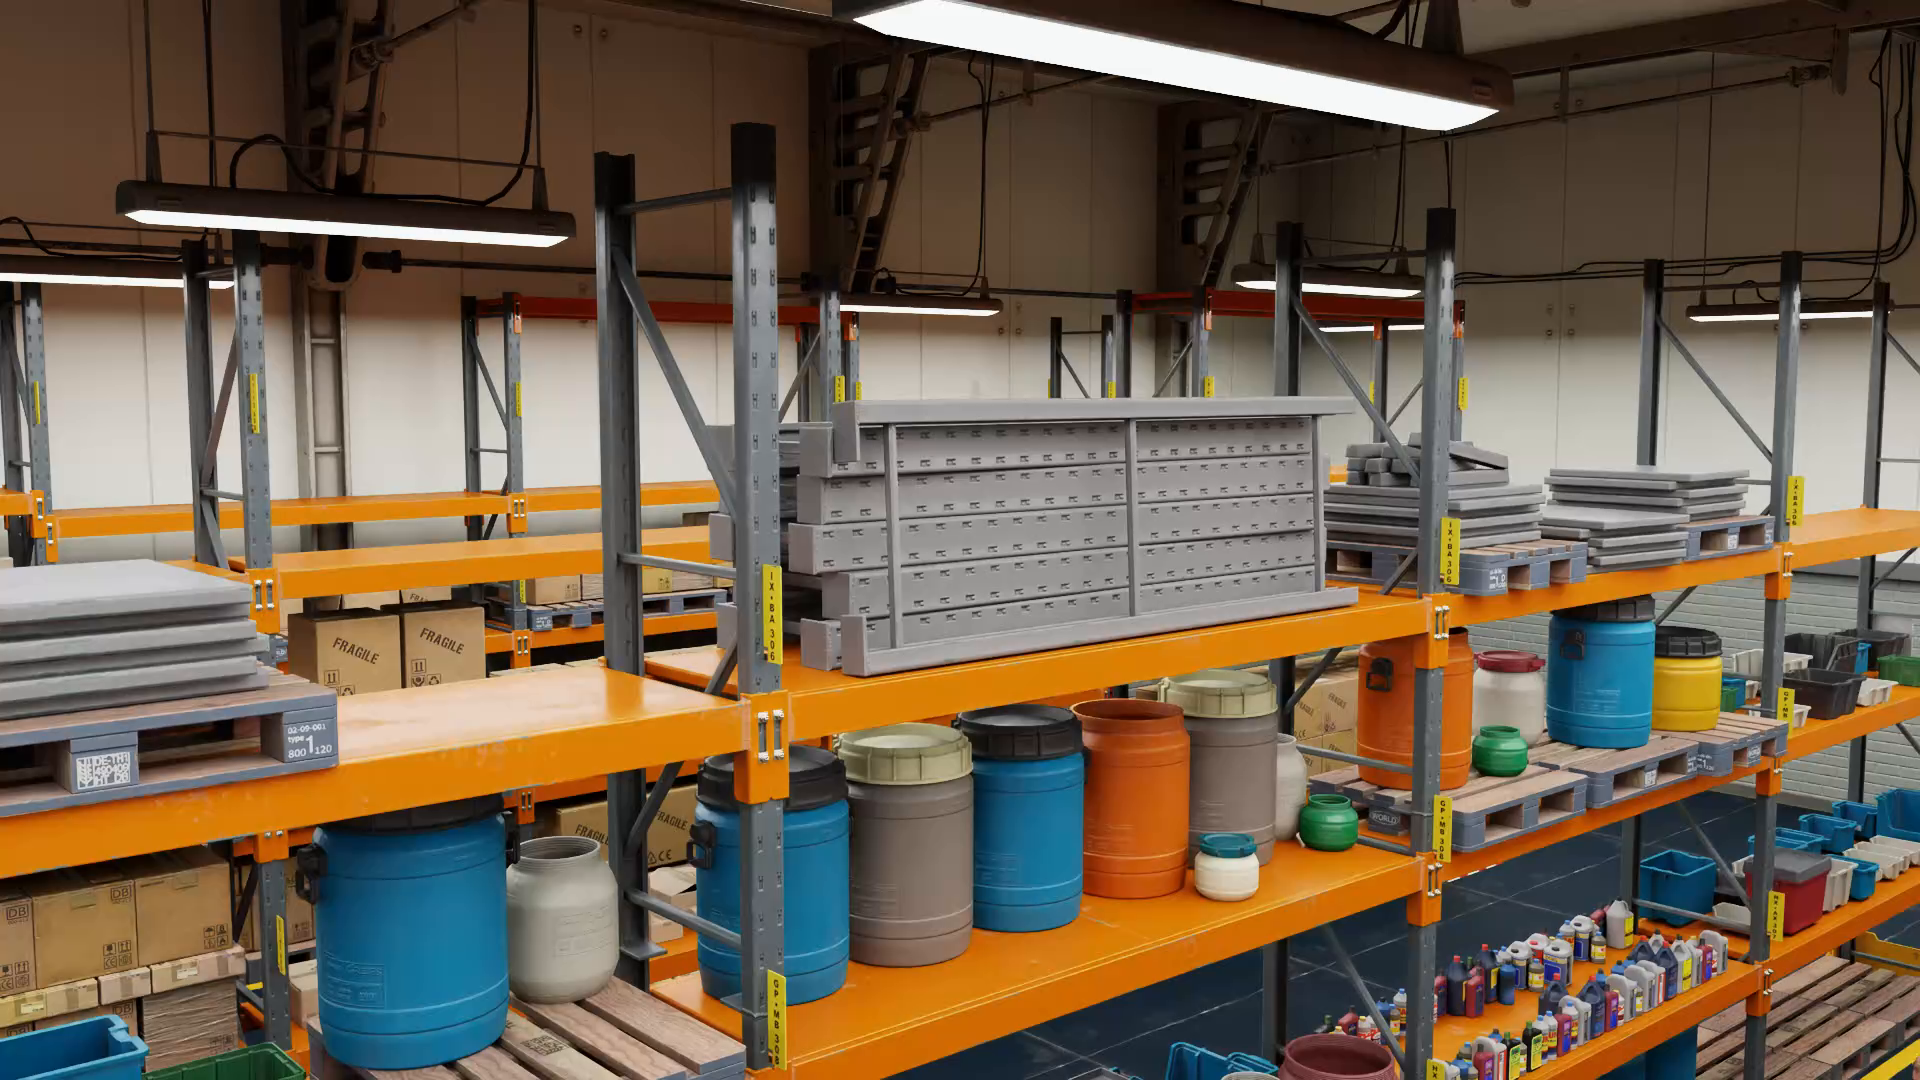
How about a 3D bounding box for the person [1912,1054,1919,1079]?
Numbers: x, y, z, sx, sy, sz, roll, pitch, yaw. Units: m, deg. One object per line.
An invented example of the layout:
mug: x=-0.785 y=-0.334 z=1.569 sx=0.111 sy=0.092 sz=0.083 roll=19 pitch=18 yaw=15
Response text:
person: x=5.033 y=3.505 z=8.698 sx=0.671 sy=1.689 sz=0.568 roll=5 pitch=7 yaw=43
